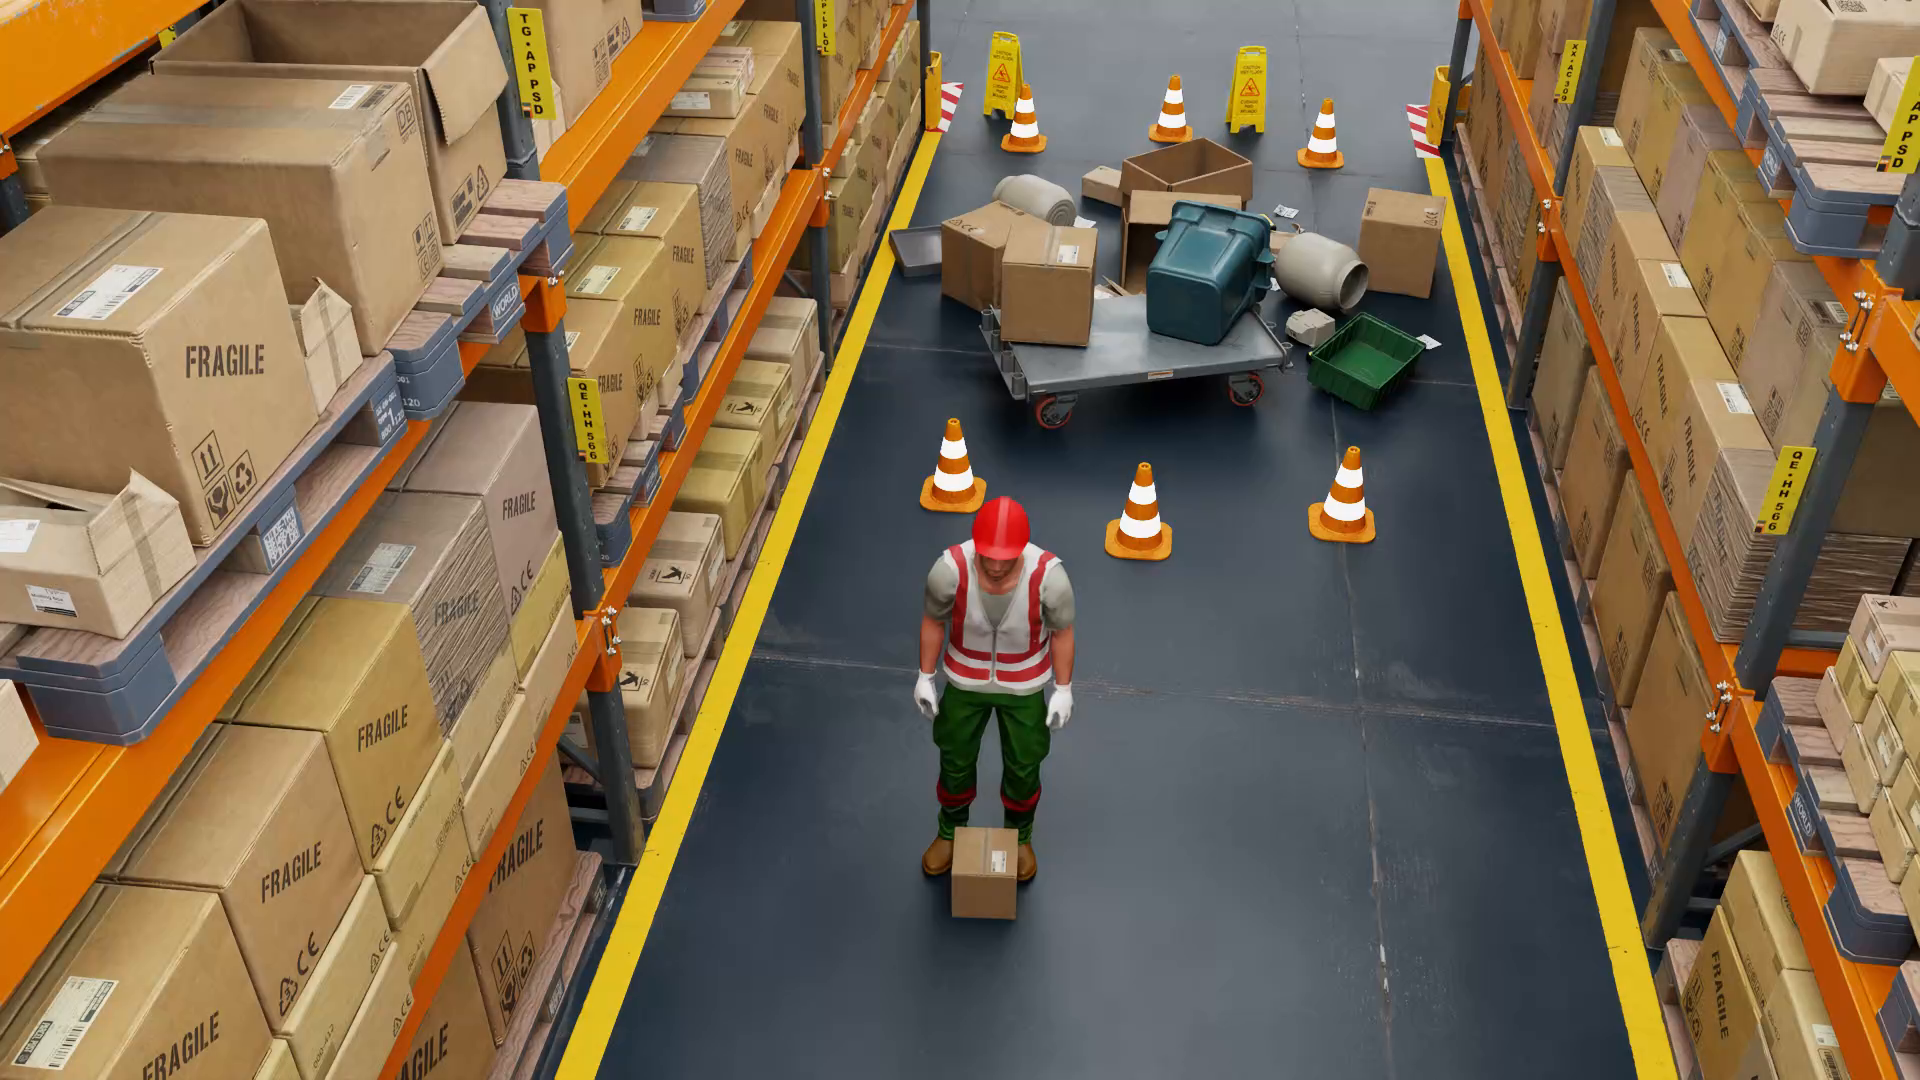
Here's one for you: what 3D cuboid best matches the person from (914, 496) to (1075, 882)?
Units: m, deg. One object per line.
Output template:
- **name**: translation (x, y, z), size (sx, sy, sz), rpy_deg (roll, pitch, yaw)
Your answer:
- **person**: translation (0.129, 0.557, 6.256), size (0.608, 1.779, 0.453), rpy_deg (4, 36, 6)
